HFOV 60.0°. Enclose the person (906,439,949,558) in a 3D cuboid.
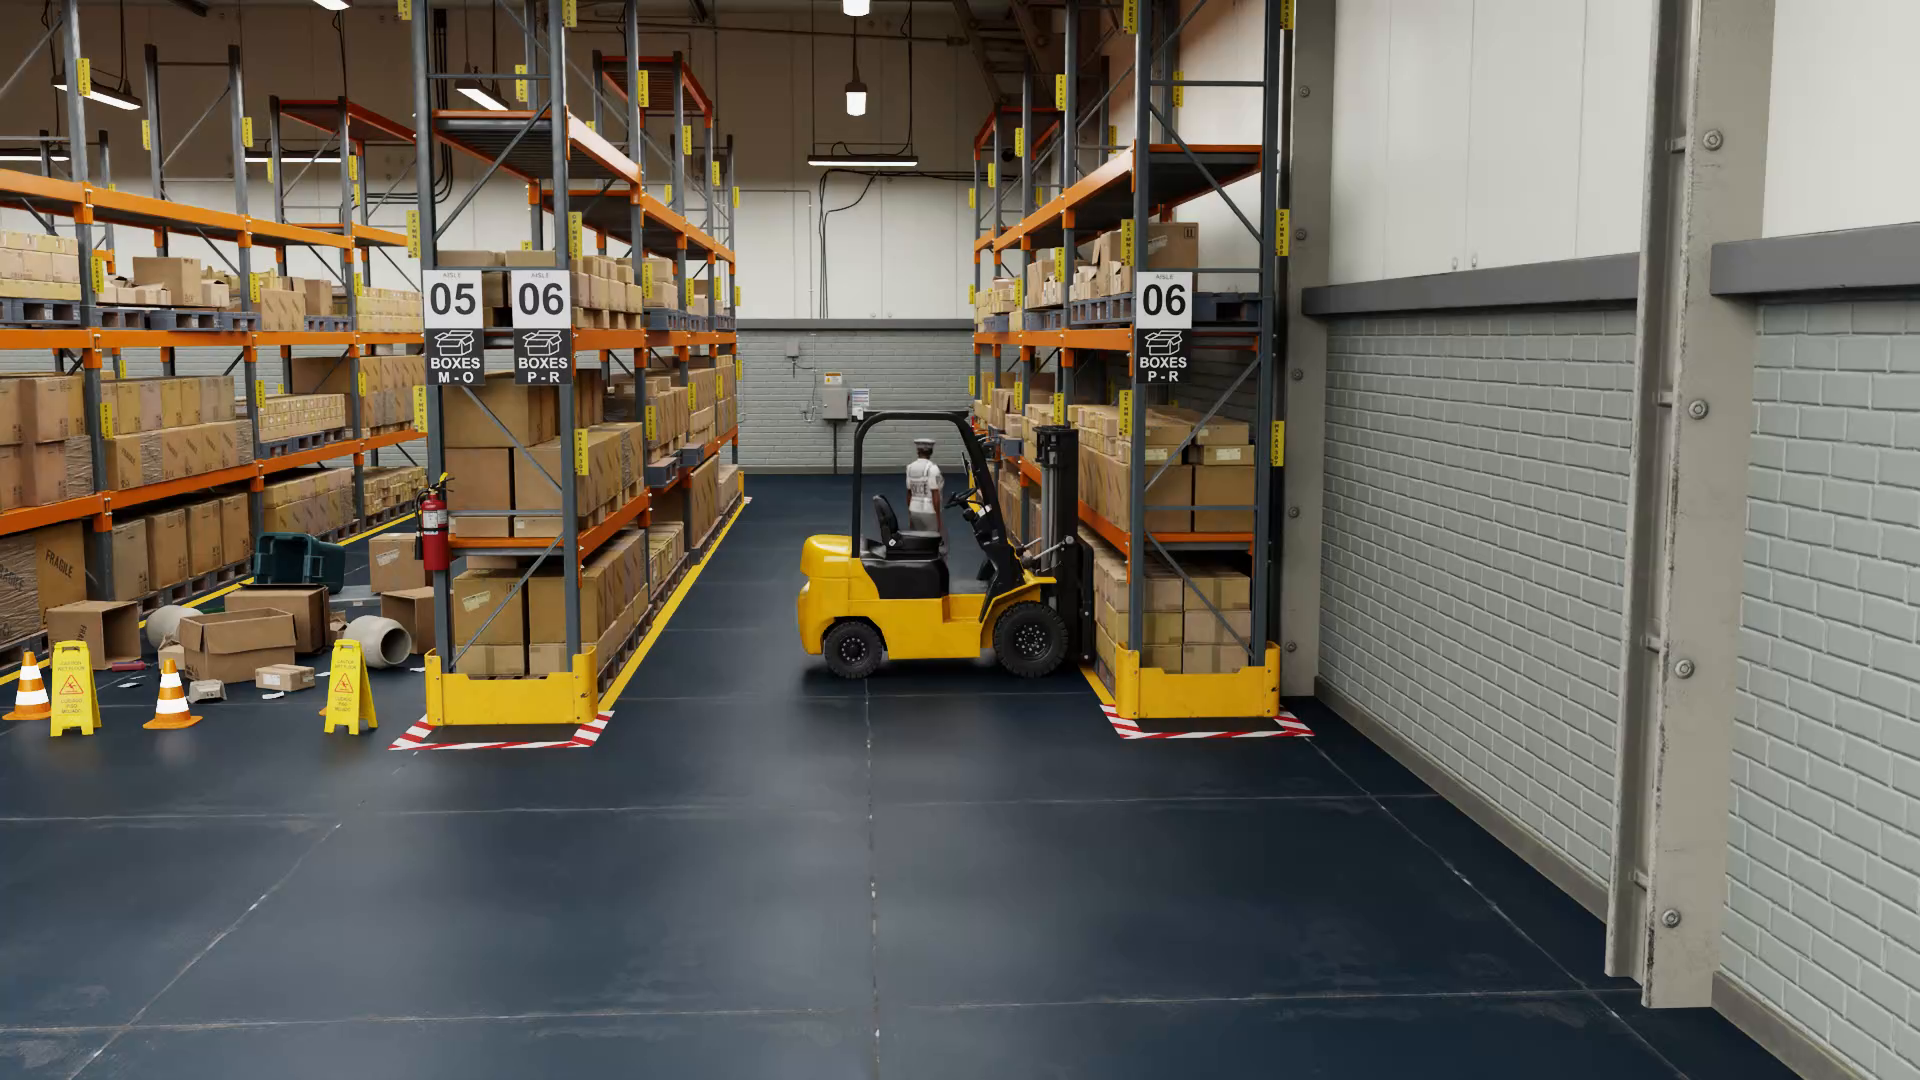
[{"bbox_3d":[-0.363,-0.252,17.711,0.642,1.648,0.480,-6,9,-42],"label":"person"}]
